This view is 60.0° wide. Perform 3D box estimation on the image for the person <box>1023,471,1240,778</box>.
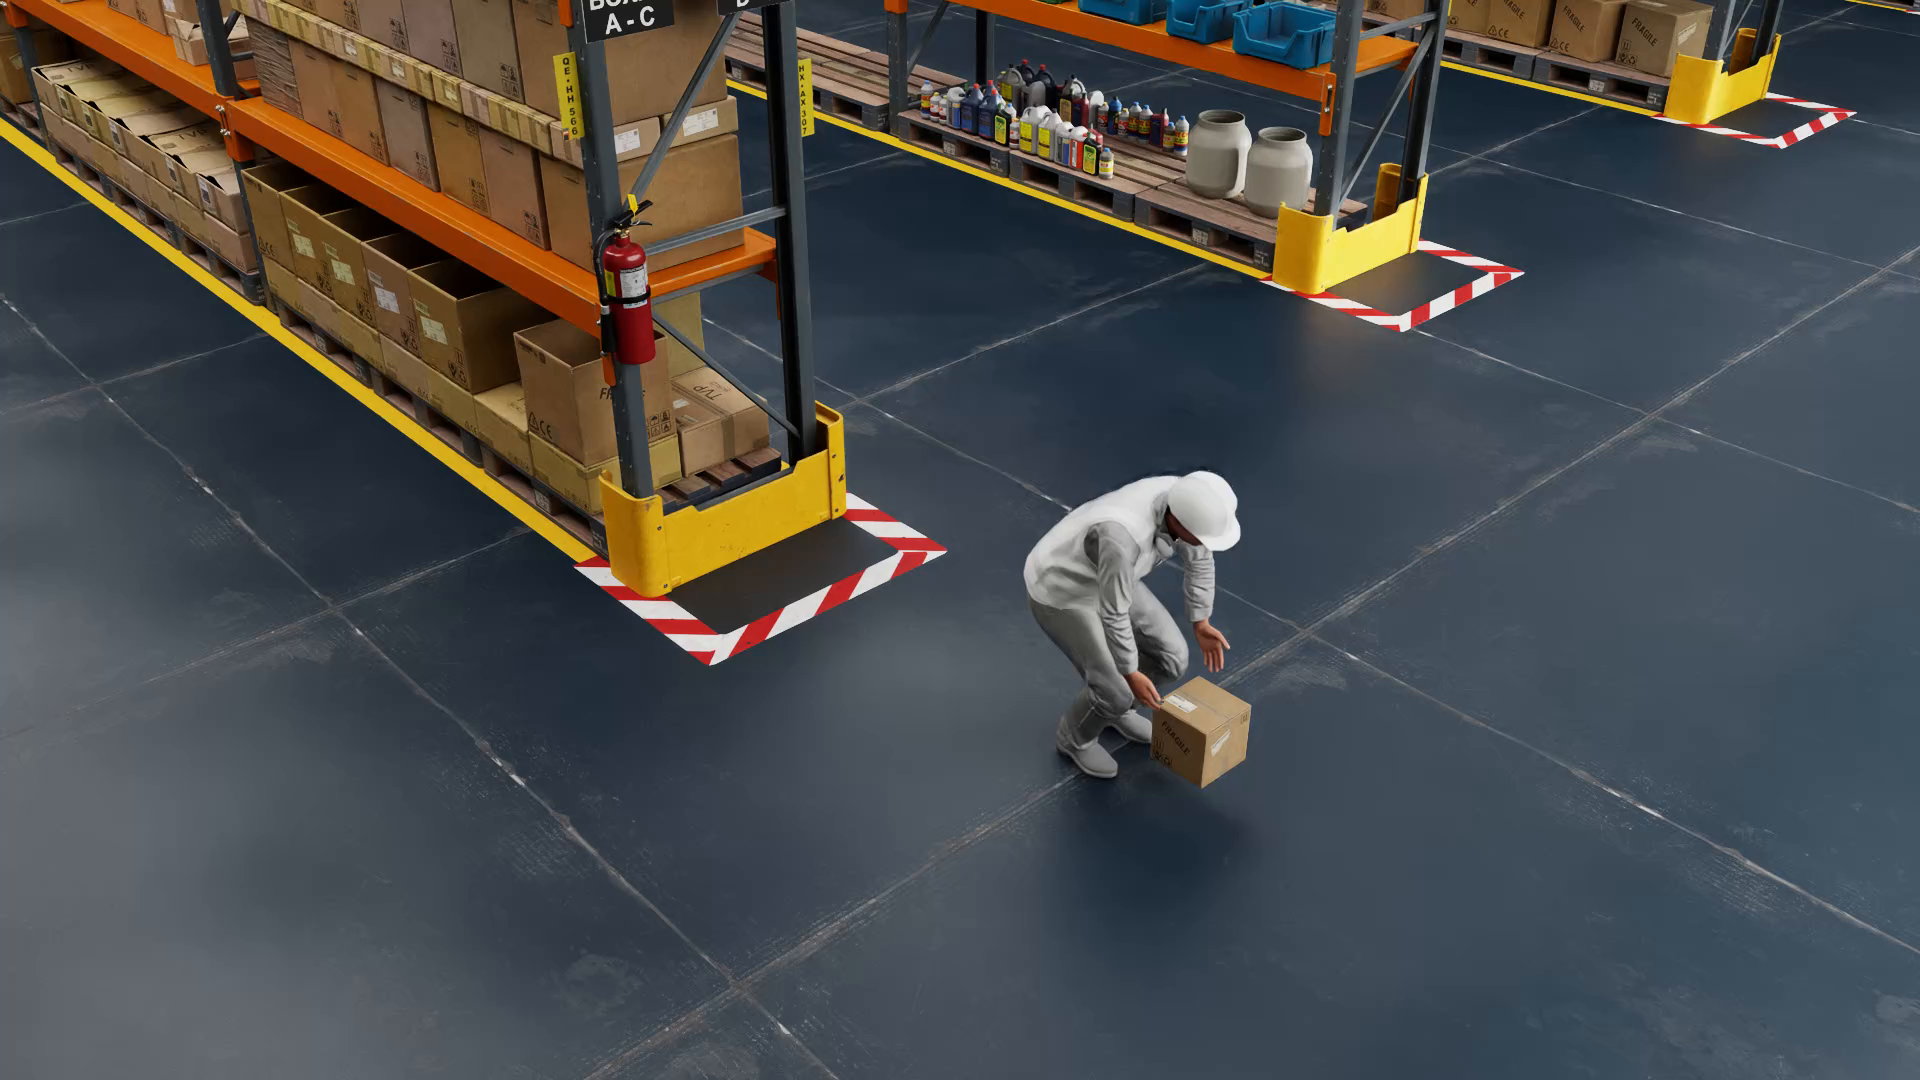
[{"bbox_3d":[0.619,0.249,6.128,0.535,1.333,0.810,-26,40,-35],"label":"person"}]
